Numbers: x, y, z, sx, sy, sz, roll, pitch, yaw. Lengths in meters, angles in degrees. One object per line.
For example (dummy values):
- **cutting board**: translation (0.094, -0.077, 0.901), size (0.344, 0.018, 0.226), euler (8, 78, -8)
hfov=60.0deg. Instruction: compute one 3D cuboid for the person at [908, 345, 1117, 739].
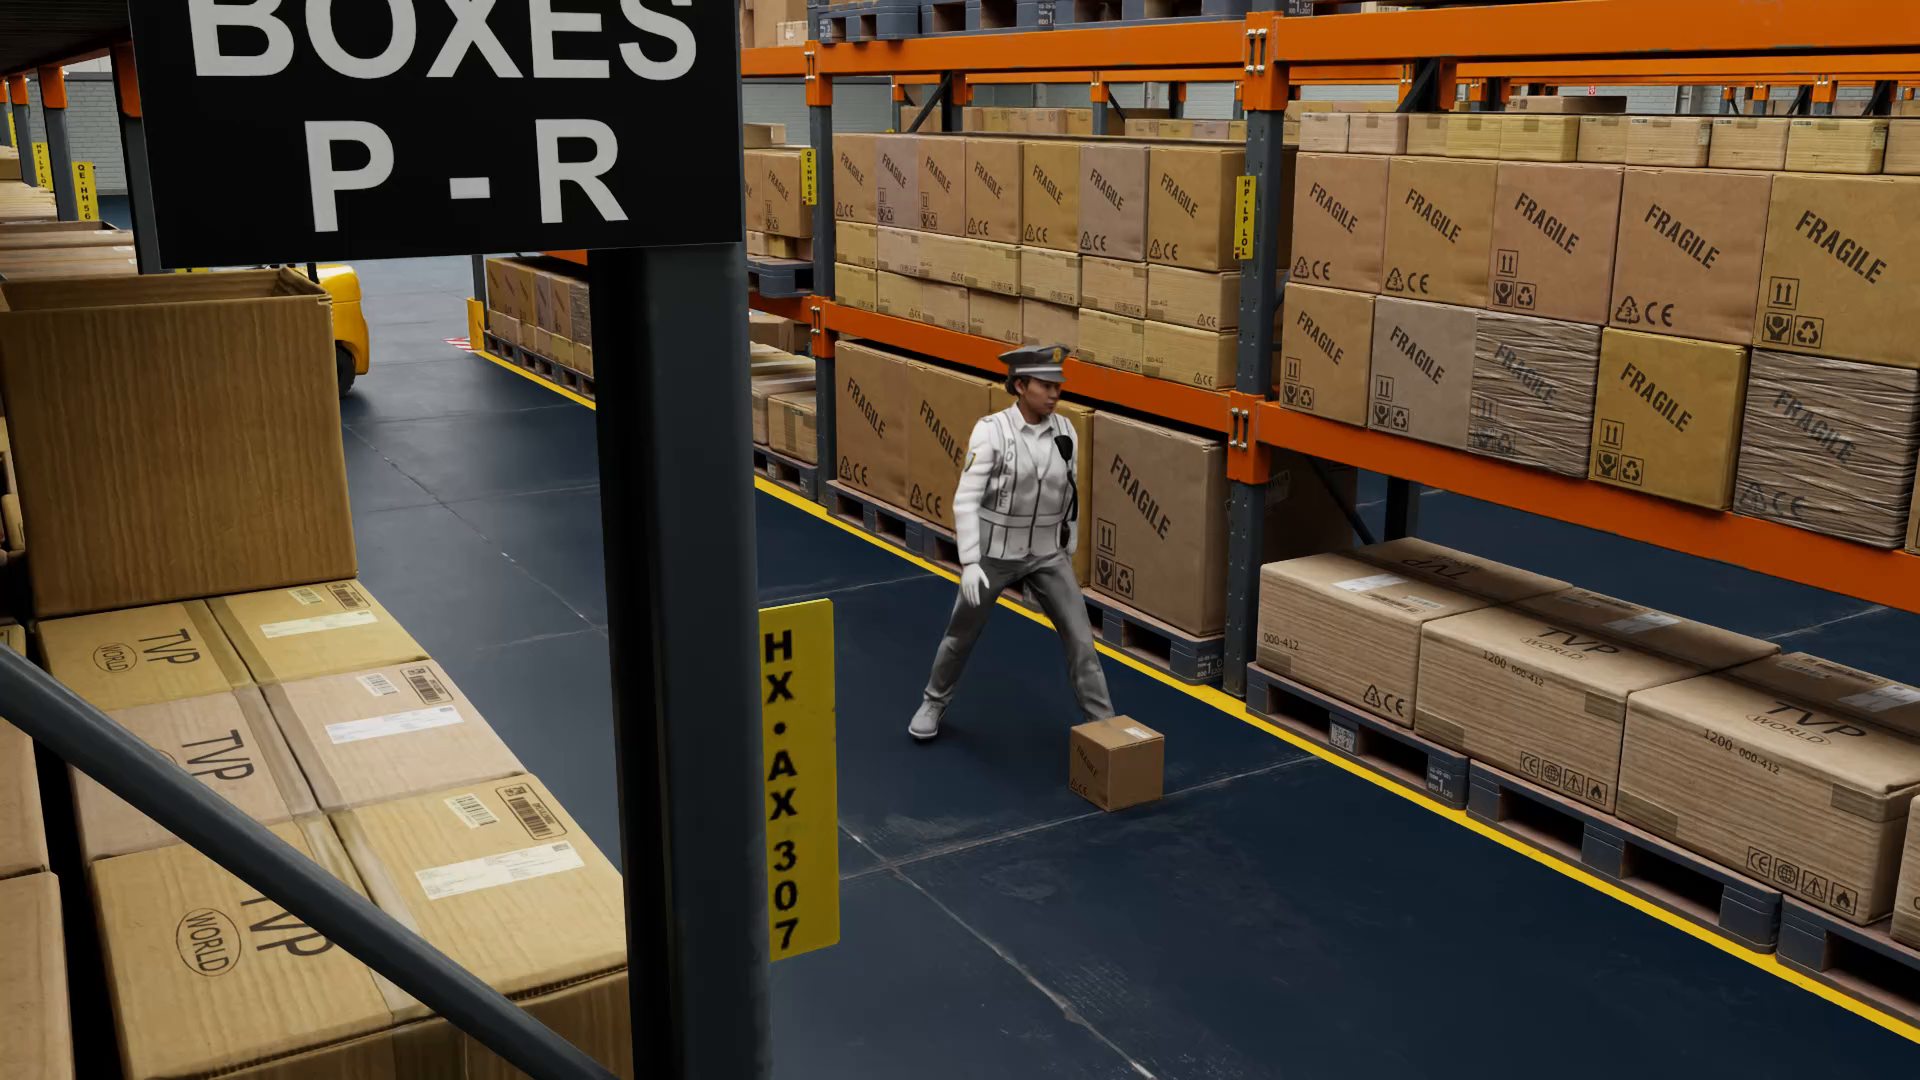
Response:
- **person**: translation (0.246, 0.047, 6.343), size (0.762, 1.610, 0.912), euler (-5, 16, -19)
